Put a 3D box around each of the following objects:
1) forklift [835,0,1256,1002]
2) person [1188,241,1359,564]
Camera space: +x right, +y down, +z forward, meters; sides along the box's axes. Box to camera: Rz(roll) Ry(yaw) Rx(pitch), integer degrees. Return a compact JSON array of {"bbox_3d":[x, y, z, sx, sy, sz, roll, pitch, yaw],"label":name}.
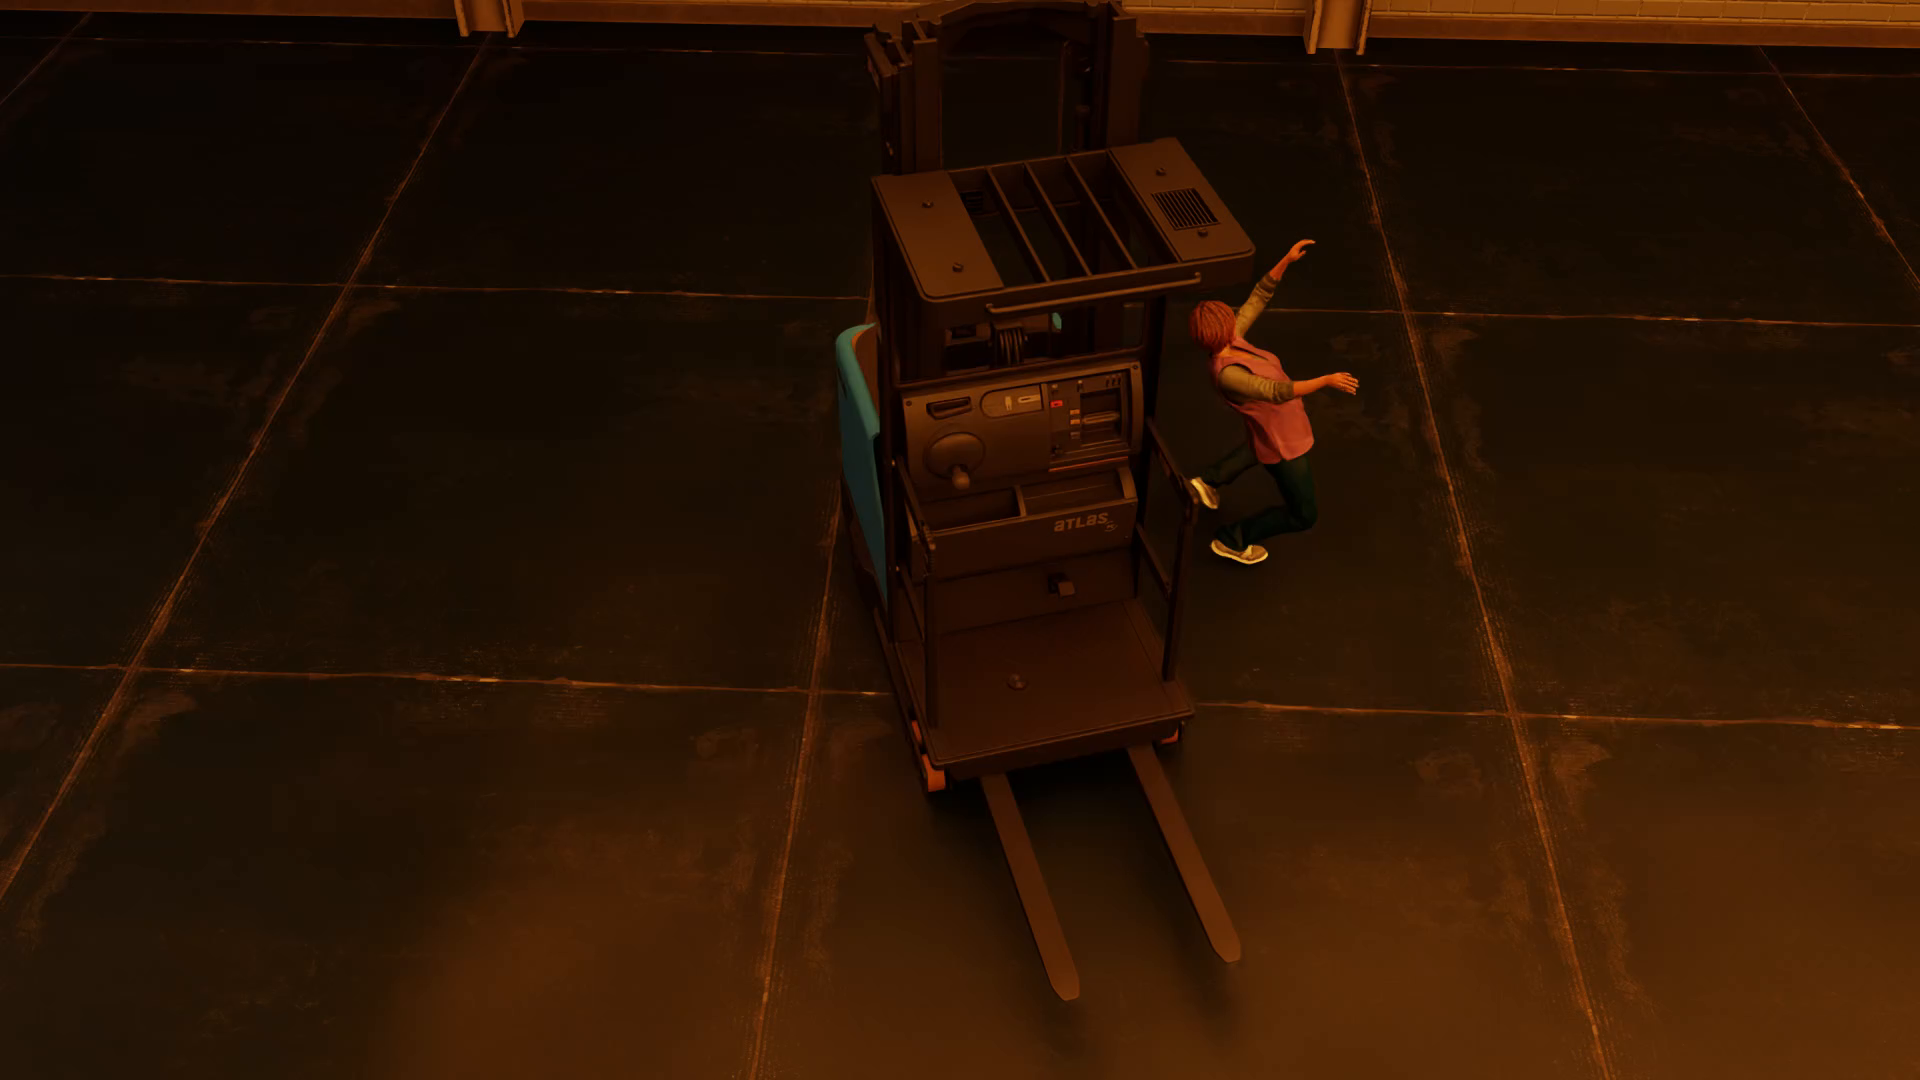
[{"bbox_3d":[0.300,-0.348,6.124,1.130,2.935,3.031,-10,43,-11],"label":"forklift"},{"bbox_3d":[1.305,-0.475,7.291,0.603,1.515,0.862,-5,43,-5],"label":"person"}]
